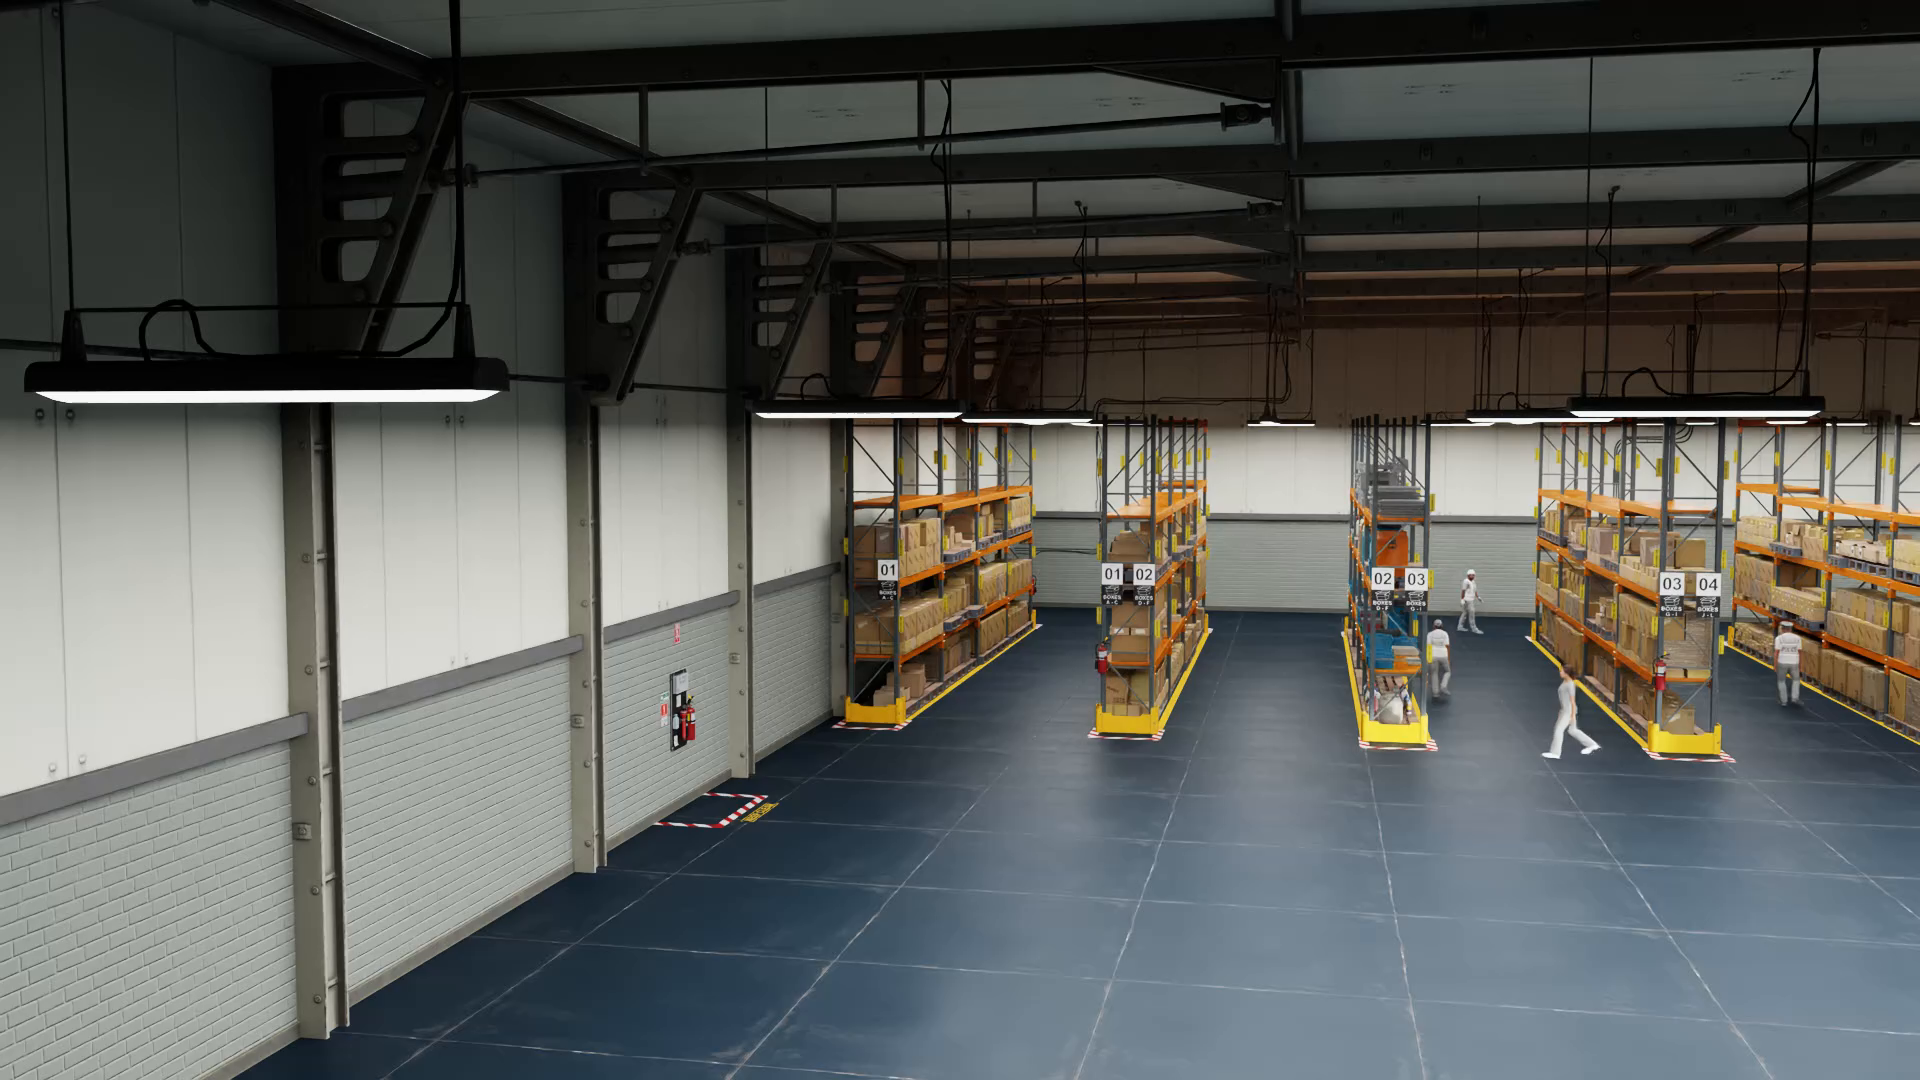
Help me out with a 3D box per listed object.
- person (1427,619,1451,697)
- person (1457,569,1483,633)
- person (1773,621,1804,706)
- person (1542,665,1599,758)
[{"bbox_3d":[10.223,2.530,35.523,0.527,1.662,0.494,1,4,19],"label":"person"},{"bbox_3d":[14.404,1.715,46.850,0.738,1.778,0.585,2,4,29],"label":"person"},{"bbox_3d":[17.113,2.563,34.352,0.579,1.755,0.565,1,4,11],"label":"person"},{"bbox_3d":[10.606,2.975,28.855,0.967,1.634,0.465,0,4,7],"label":"person"}]
